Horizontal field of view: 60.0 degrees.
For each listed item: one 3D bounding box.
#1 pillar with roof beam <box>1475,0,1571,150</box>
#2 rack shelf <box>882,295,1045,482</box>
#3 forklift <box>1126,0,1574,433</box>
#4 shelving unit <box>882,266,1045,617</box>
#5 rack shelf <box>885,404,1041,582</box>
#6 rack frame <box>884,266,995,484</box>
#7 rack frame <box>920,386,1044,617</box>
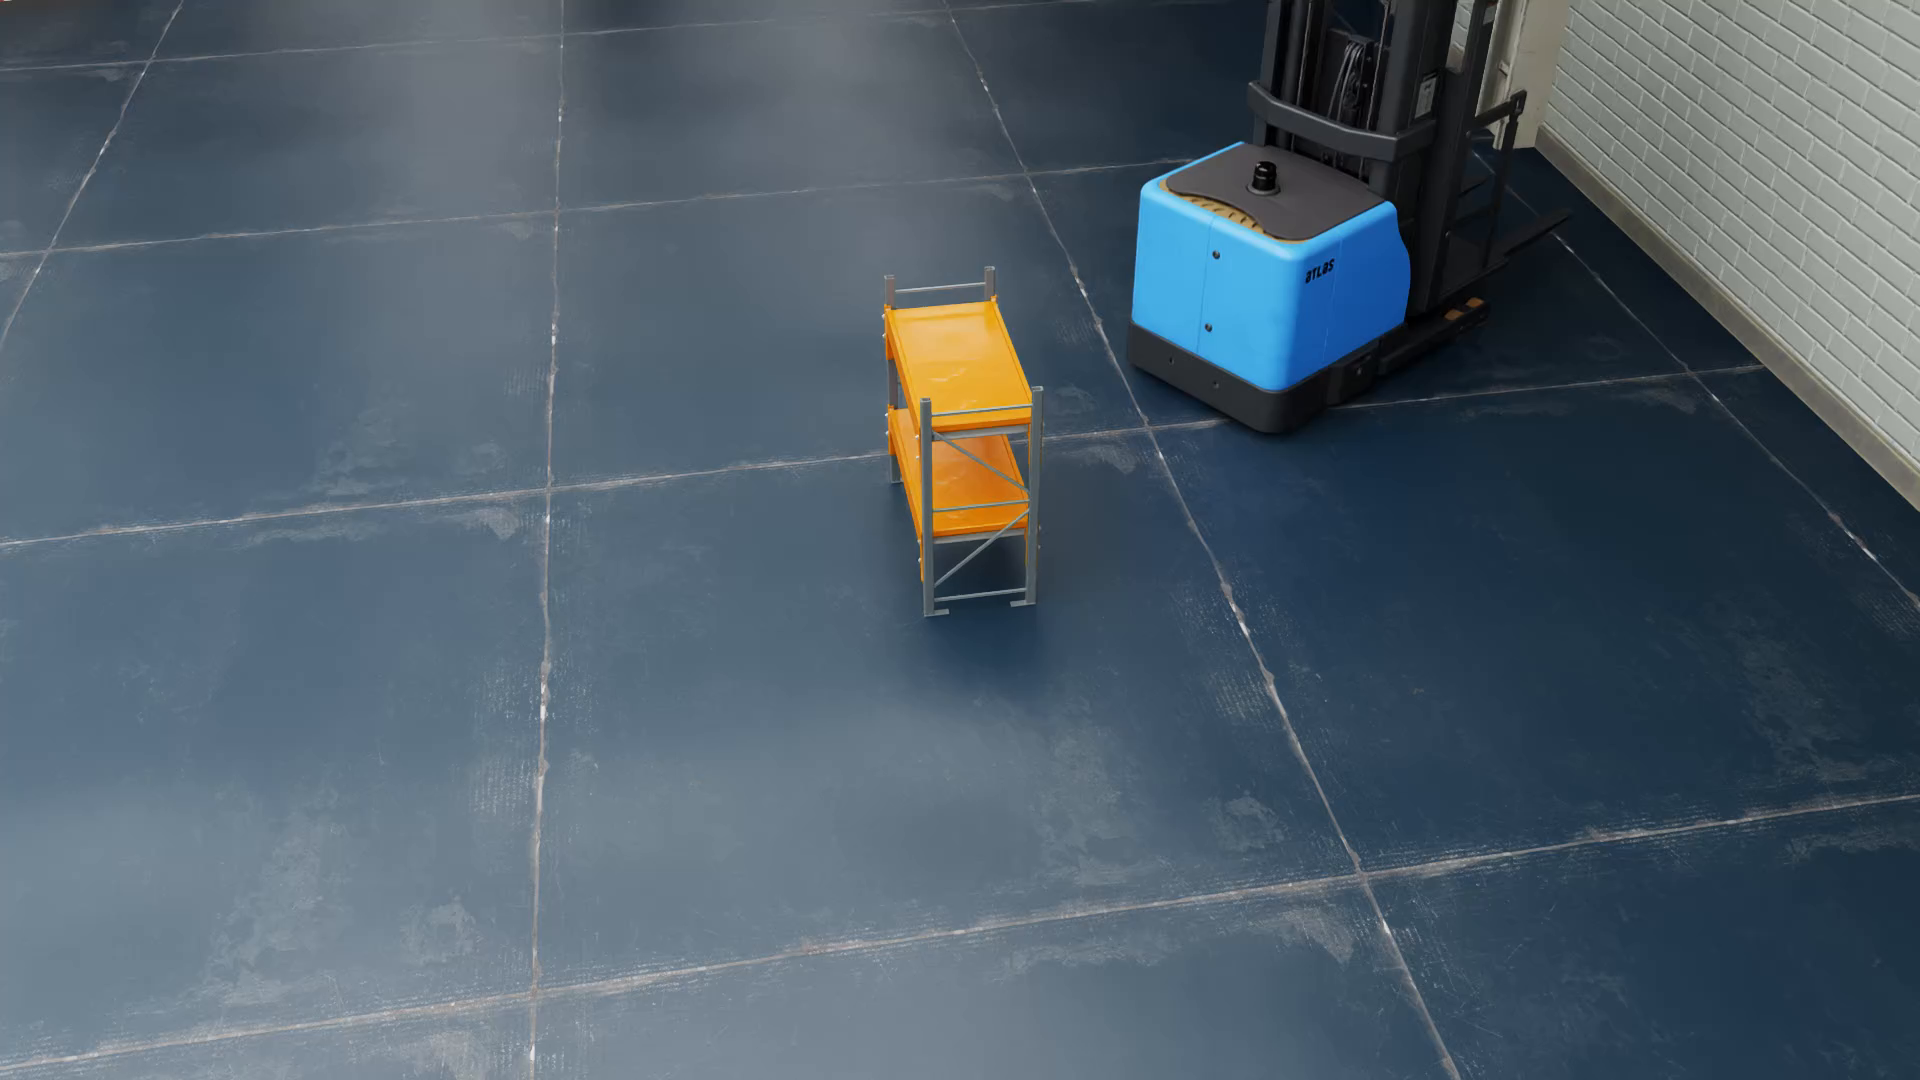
[{"bbox_3d":[-0.543,-5.832,7.922,9.100,9.000,0.400,-6,38,-8],"label":"pillar with roof beam"},{"bbox_3d":[-0.001,-0.679,7.231,0.538,0.278,1.000,-6,38,-8],"label":"rack shelf"},{"bbox_3d":[2.317,-2.472,8.542,3.031,2.935,1.130,-29,46,-32],"label":"forklift"},{"bbox_3d":[-0.001,-0.448,7.410,0.538,1.125,1.048,-6,38,-8],"label":"shelving unit"},{"bbox_3d":[-0.001,-0.255,7.560,0.538,0.278,1.000,-6,38,-8],"label":"rack shelf"},{"bbox_3d":[-0.090,-0.755,7.805,0.500,1.125,0.032,-6,38,-8],"label":"rack frame"},{"bbox_3d":[0.088,-0.141,7.015,0.500,1.125,0.032,-6,38,-8],"label":"rack frame"}]
